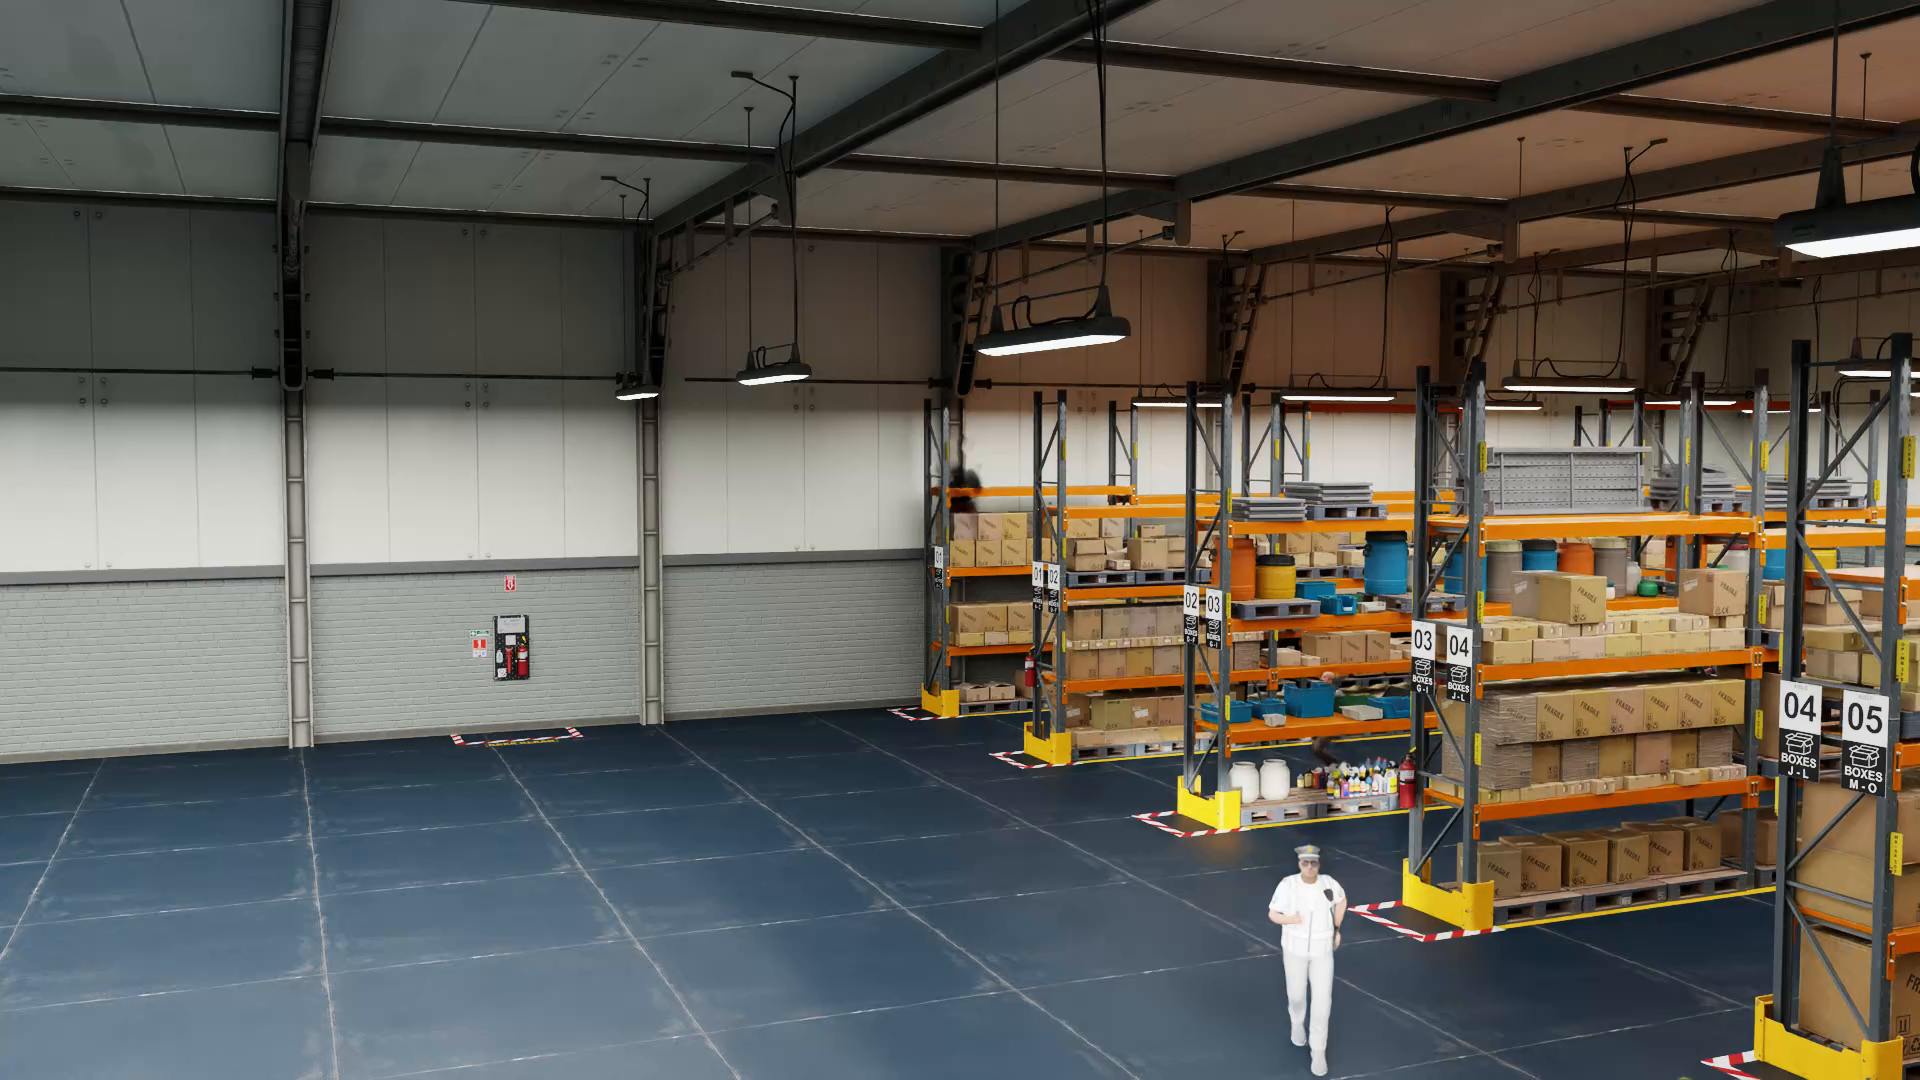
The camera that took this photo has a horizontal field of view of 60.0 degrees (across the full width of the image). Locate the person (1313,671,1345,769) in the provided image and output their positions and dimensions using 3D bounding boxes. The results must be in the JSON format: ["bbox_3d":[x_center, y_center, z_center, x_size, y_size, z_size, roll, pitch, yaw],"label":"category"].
[{"bbox_3d":[5.549,2.838,25.242,0.542,1.680,0.672,-1,4,-20],"label":"person"}]

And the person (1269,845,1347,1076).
[{"bbox_3d":[2.906,3.431,13.884,0.652,1.800,0.872,1,3,10],"label":"person"}]
